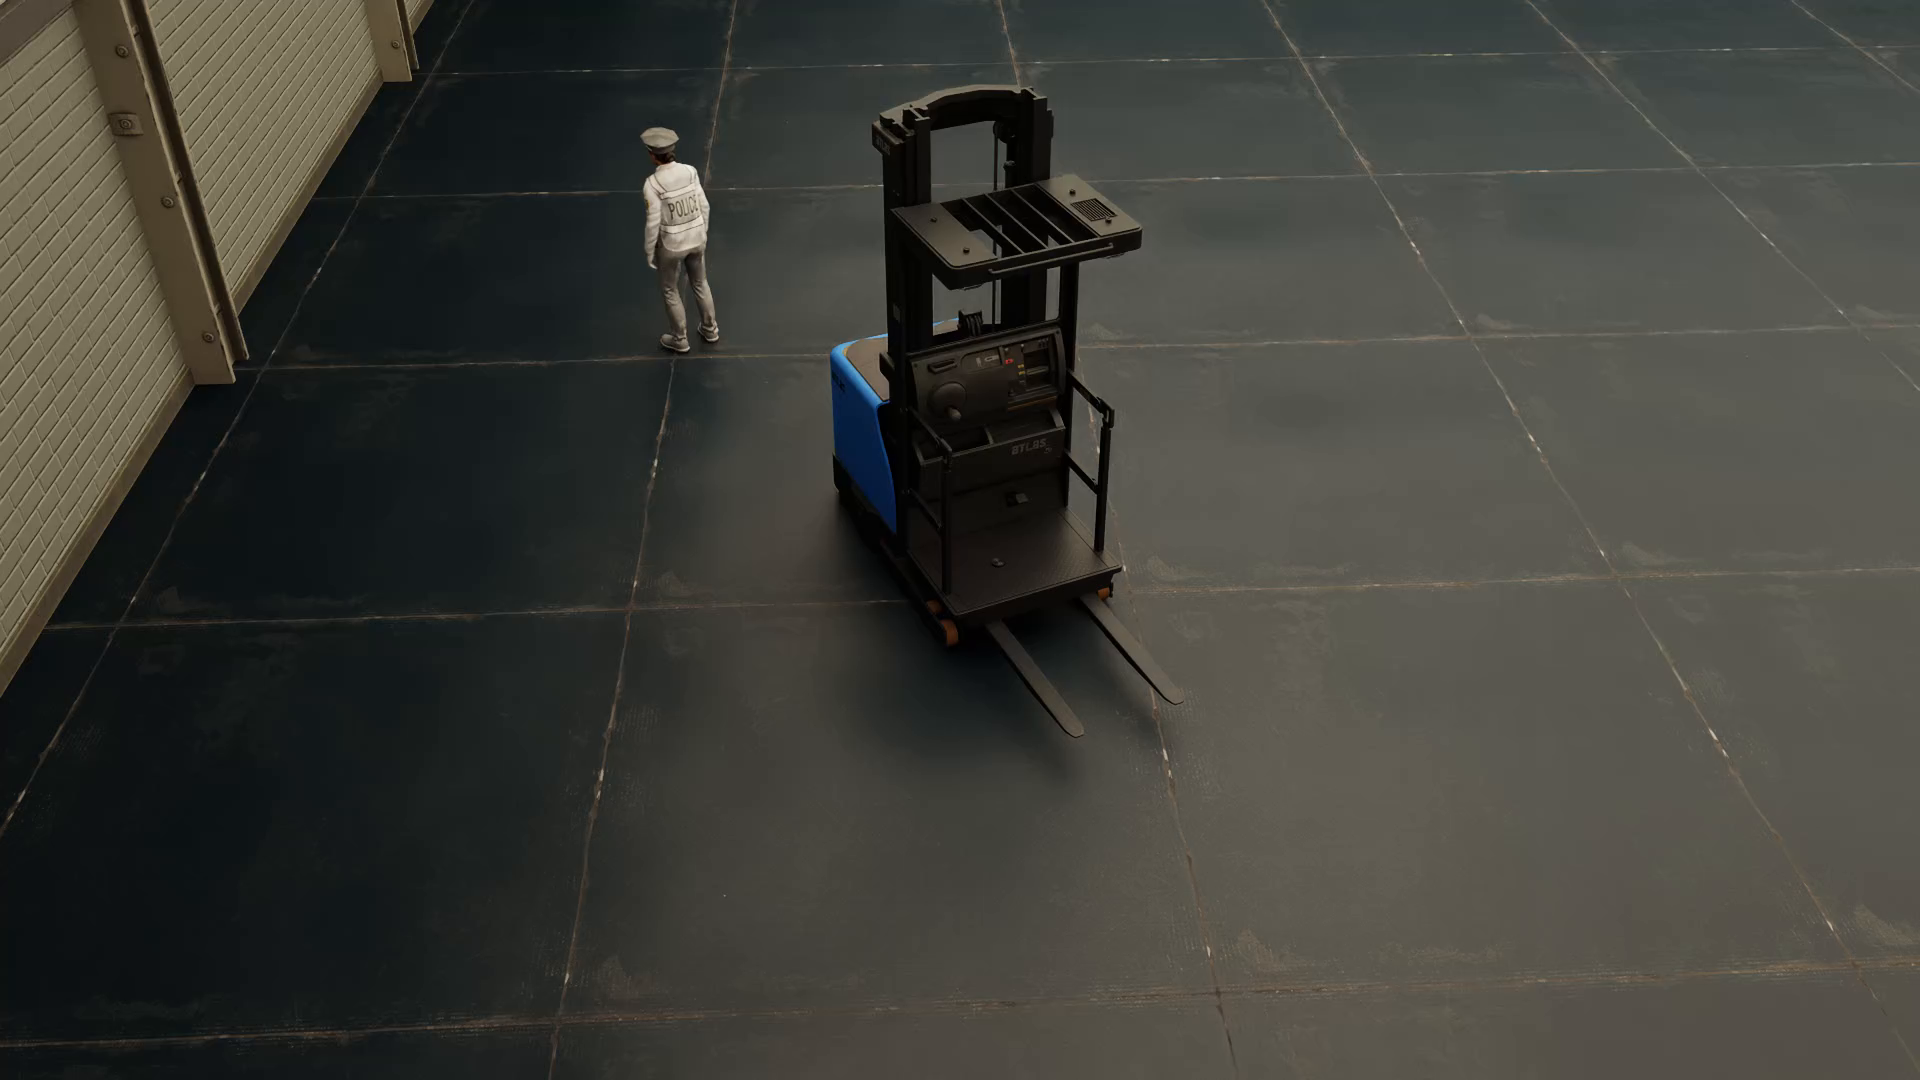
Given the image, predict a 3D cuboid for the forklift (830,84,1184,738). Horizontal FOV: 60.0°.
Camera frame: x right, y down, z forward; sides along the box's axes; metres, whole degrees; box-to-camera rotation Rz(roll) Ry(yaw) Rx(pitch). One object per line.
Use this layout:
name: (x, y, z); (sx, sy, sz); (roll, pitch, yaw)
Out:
forklift: (0.258, -0.860, 9.192); (1.130, 2.935, 3.031); (-15, 39, -20)

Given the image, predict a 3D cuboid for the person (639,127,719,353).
person: (-2.042, -2.148, 12.037); (0.546, 1.664, 0.376); (-27, 44, -32)
